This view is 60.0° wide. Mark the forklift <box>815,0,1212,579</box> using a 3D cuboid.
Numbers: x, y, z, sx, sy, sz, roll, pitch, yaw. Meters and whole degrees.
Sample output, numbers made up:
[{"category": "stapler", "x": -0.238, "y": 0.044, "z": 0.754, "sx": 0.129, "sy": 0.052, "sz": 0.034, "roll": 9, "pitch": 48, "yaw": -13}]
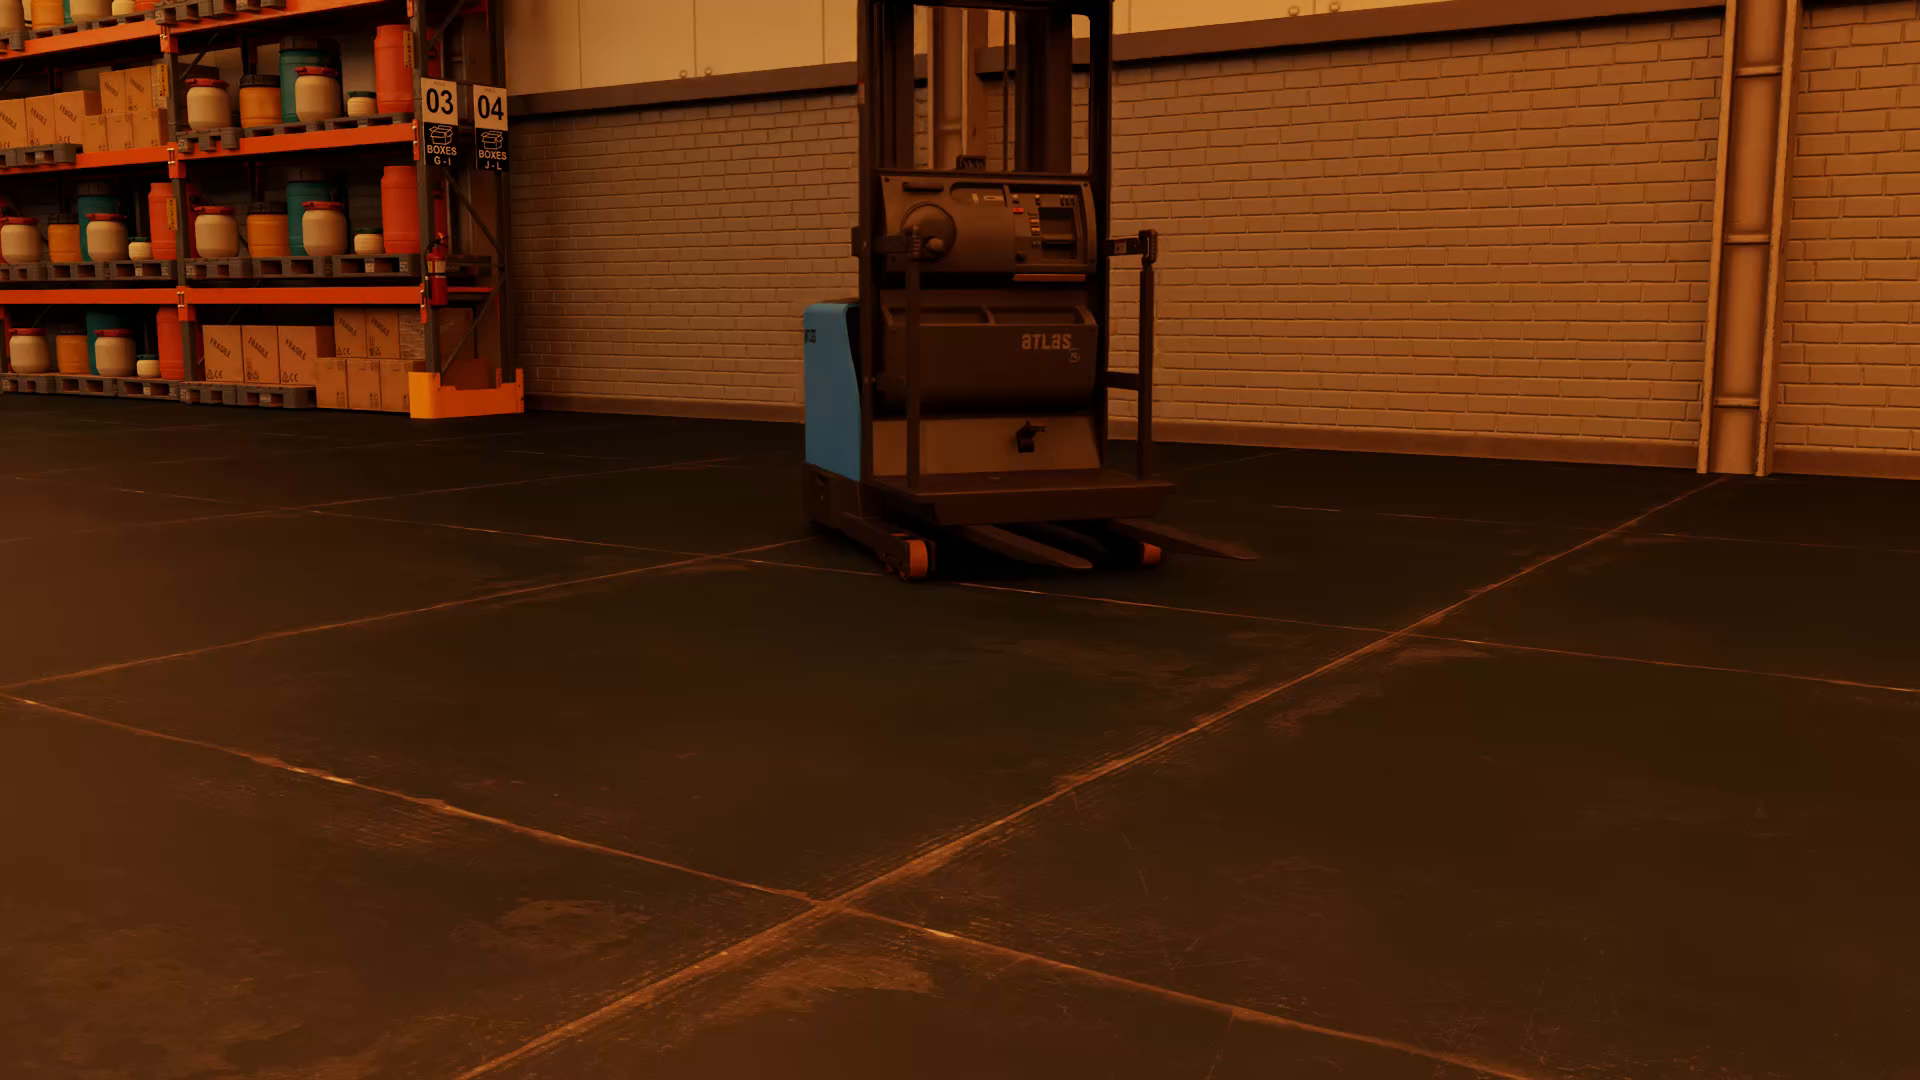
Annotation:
[{"category": "forklift", "x": 0.145, "y": -1.354, "z": 6.713, "sx": 1.130, "sy": 2.935, "sz": 3.031, "roll": -2, "pitch": 8, "yaw": -14}]
